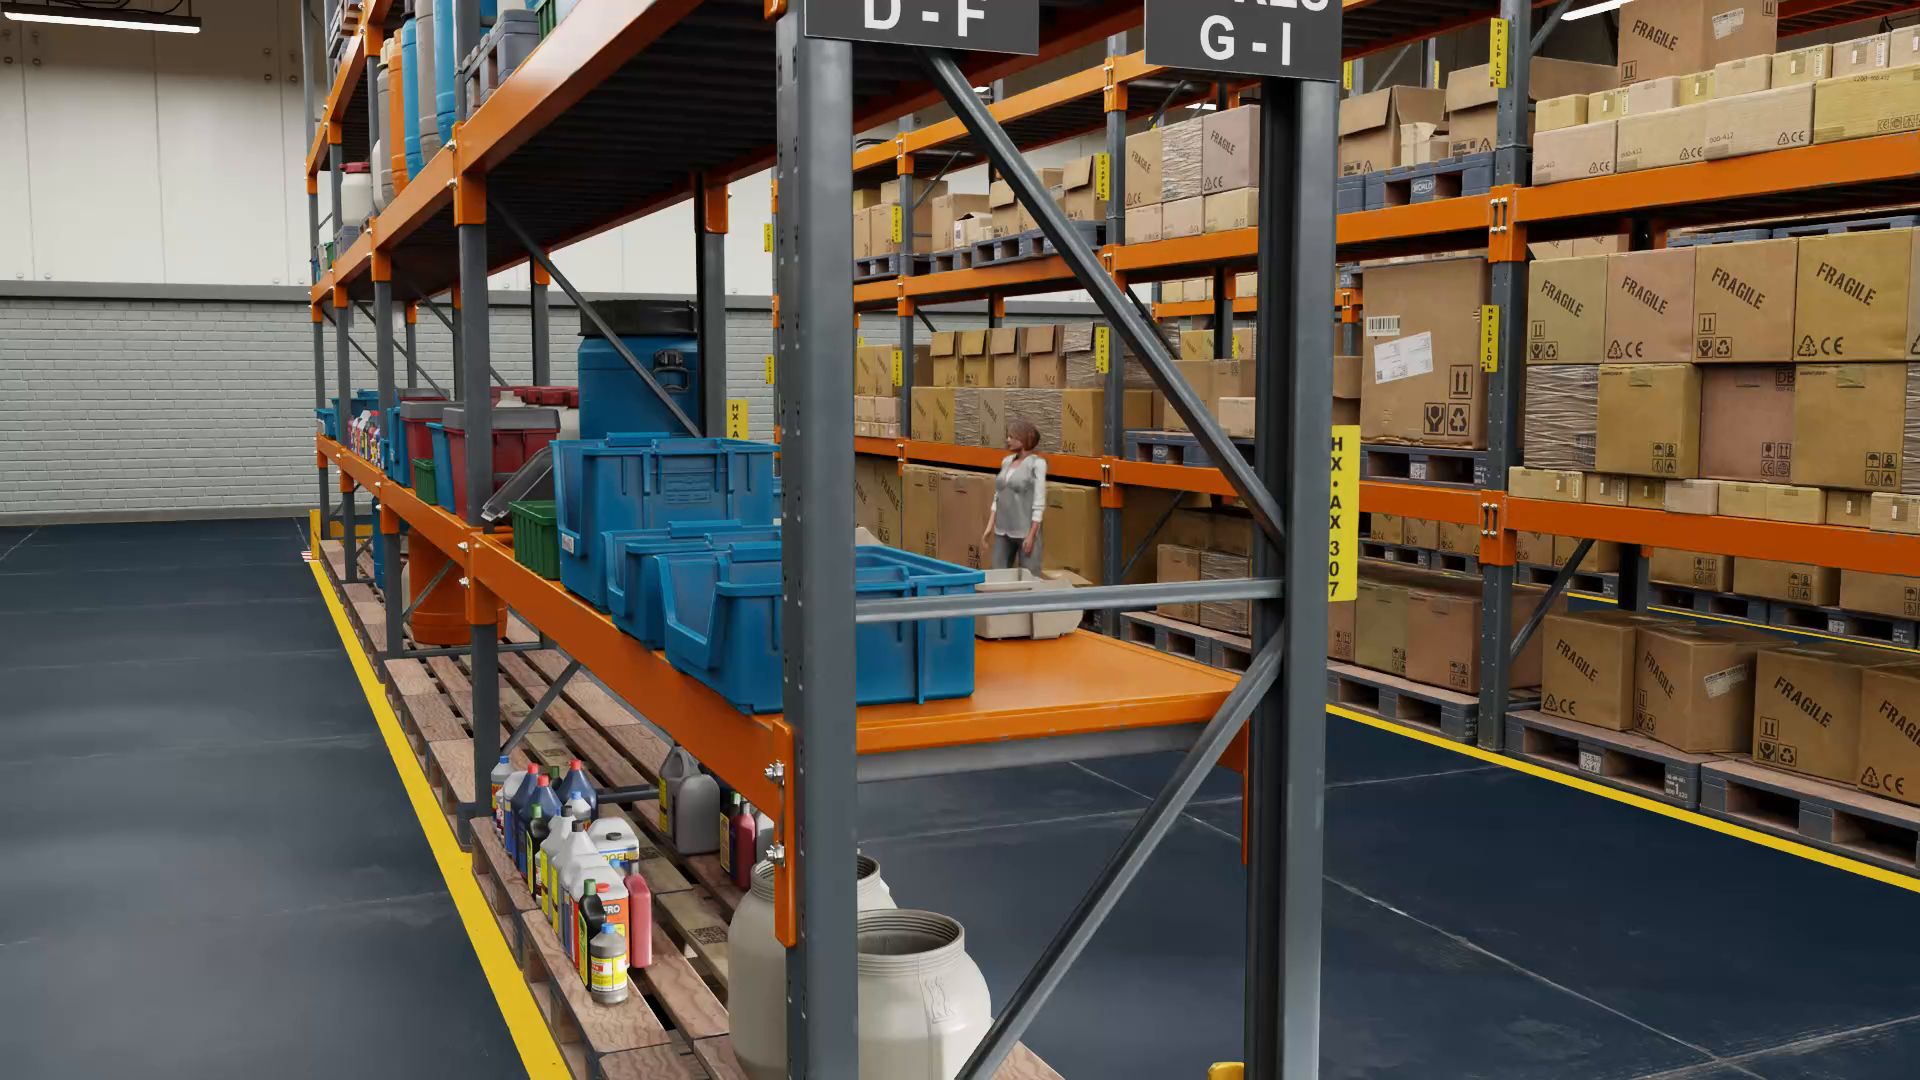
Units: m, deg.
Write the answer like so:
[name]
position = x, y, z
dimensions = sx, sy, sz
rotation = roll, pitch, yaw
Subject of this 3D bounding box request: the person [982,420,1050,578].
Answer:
[person]
position = 0.367, -0.002, 11.177
dimensions = 0.430, 1.602, 0.434
rotation = 5, 8, 44
